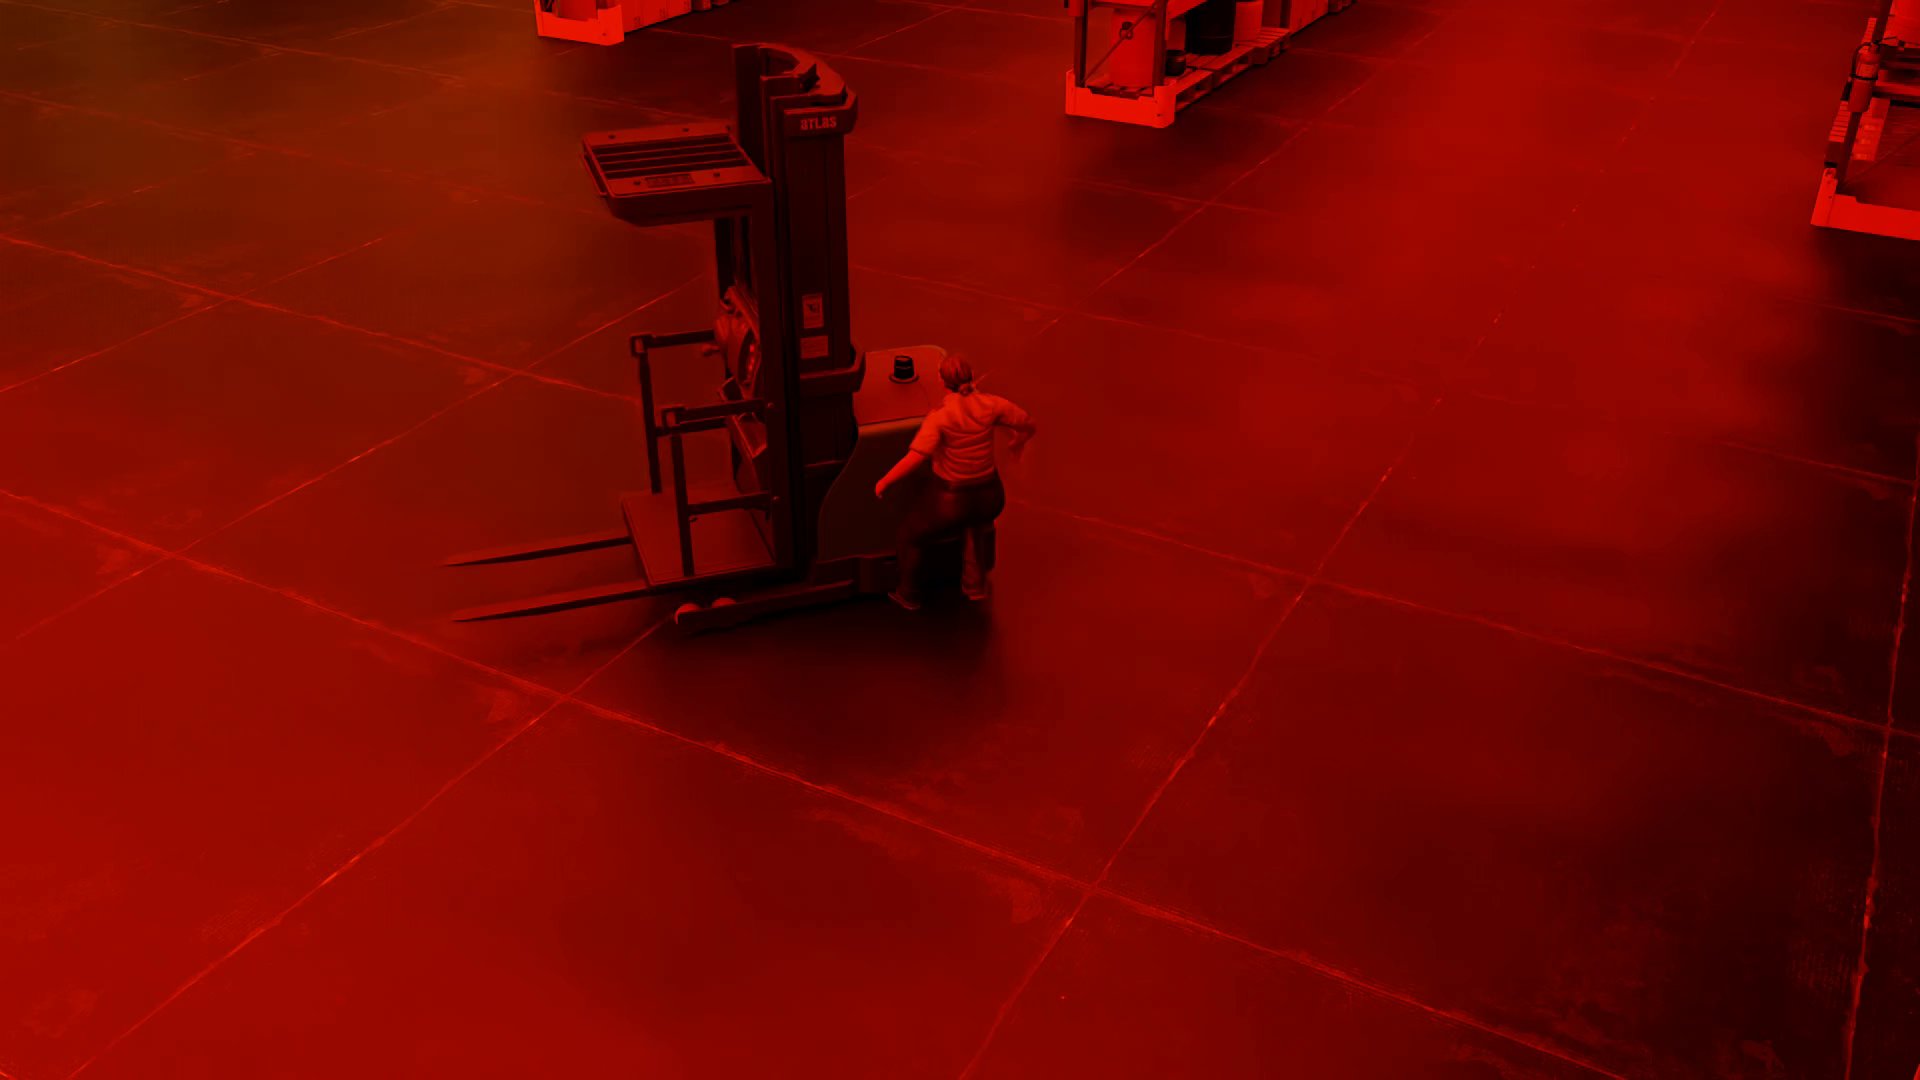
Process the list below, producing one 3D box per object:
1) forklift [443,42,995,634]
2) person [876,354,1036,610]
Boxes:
[{"bbox_3d":[-1.372,-1.050,8.890,3.031,2.935,1.130,-10,31,-16],"label":"forklift"},{"bbox_3d":[-0.063,-0.315,8.992,0.890,1.576,0.633,-12,32,-21],"label":"person"}]
